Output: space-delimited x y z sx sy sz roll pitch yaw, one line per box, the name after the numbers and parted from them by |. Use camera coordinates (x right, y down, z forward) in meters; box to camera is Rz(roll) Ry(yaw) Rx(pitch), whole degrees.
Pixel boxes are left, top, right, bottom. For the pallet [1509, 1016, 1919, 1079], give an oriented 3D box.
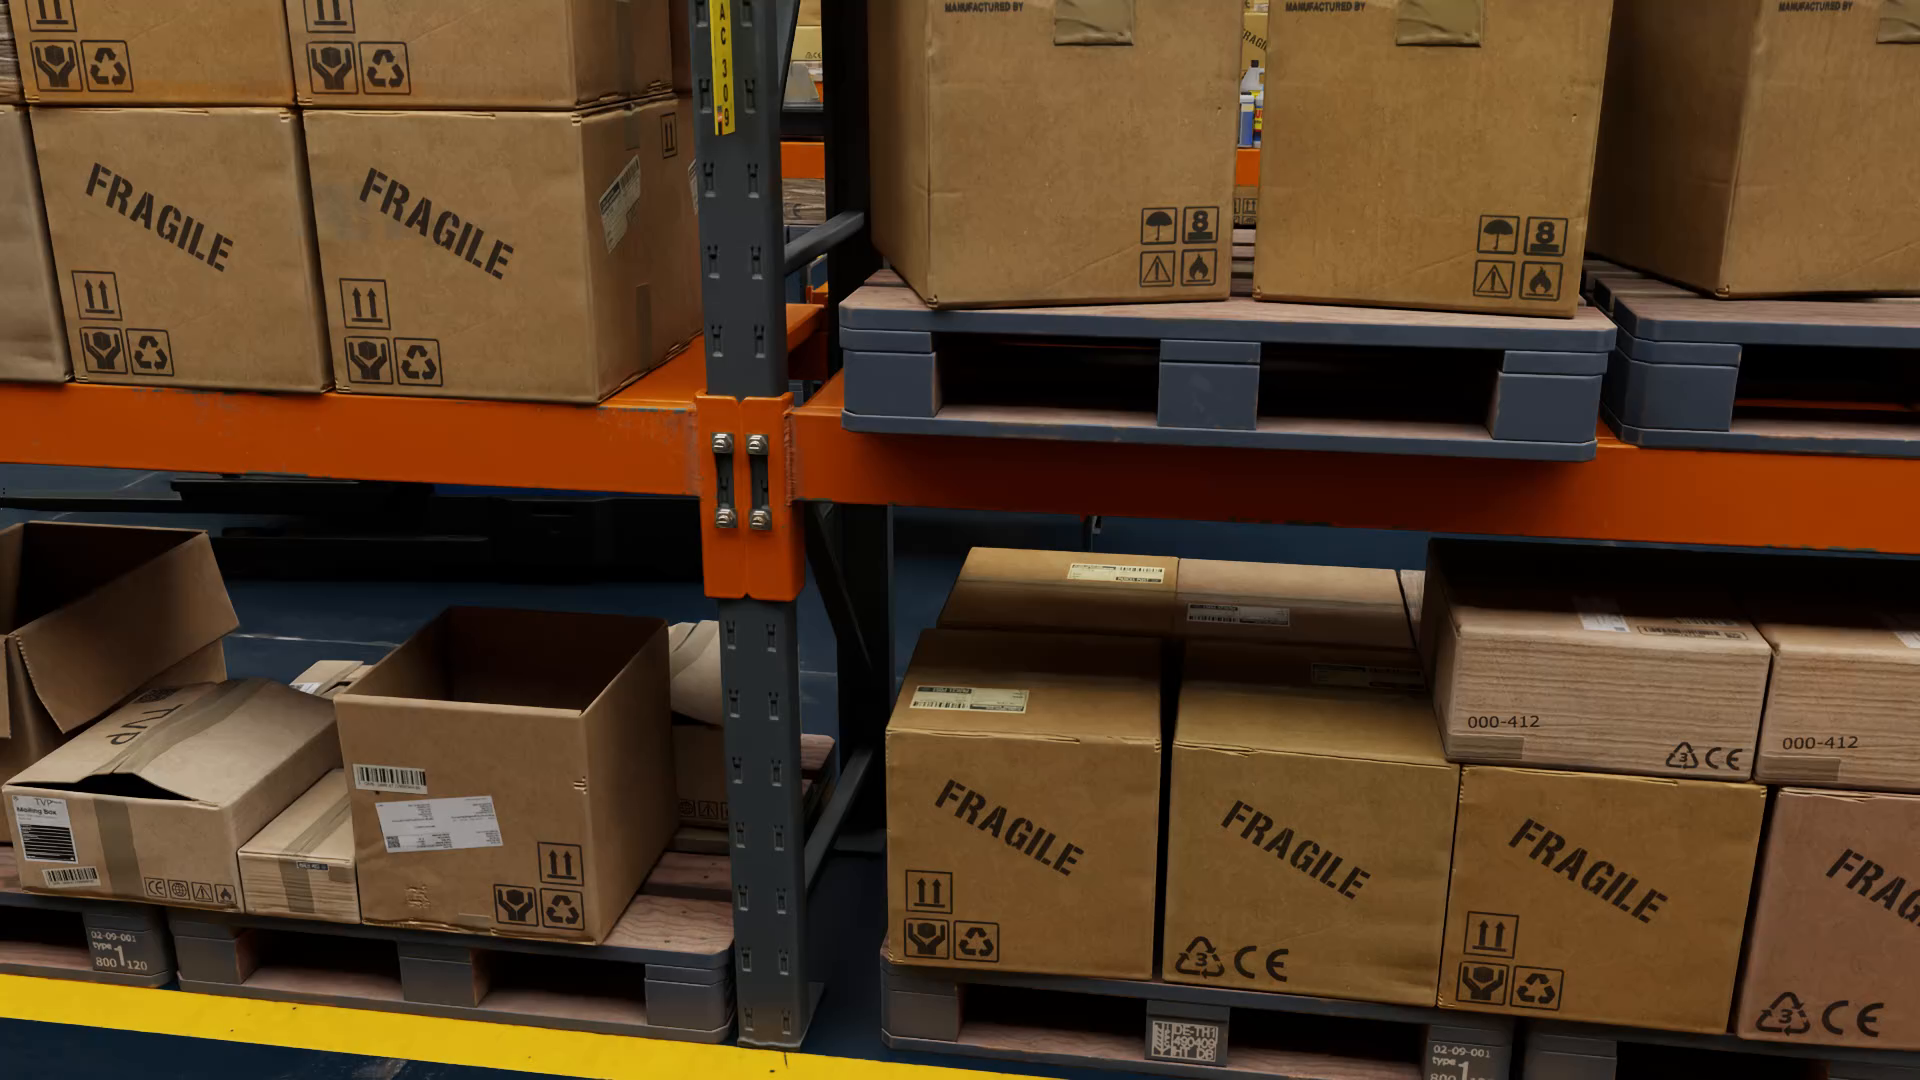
1.718 0.842 3.454 1.213 0.211 1.003 3 19 9 | pallet

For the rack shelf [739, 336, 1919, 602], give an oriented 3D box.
1.676 -0.128 3.093 4.000 0.370 1.077 3 19 9 | rack shelf

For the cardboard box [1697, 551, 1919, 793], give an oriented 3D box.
1.622 0.227 2.962 0.500 0.250 0.500 3 19 8 | cardboard box

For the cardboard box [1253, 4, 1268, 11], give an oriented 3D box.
2.989 -5.254 16.545 0.250 0.149 0.380 3 19 10 | cardboard box

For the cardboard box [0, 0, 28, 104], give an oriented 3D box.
-1.843 -1.087 3.090 0.500 0.500 0.500 3 19 9 | cardboard box

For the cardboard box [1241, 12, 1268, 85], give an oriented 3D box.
2.187 -3.595 12.161 0.500 0.500 0.500 3 19 9 | cardboard box

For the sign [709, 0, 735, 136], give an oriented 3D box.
-0.378 -0.810 2.634 0.005 0.325 0.100 3 19 9 | sign

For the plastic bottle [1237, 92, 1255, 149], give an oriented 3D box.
1.248 -1.902 7.456 0.135 0.276 0.152 3 19 9 | plastic bottle

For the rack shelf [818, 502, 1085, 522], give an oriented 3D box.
-0.007 -0.302 6.203 1.000 0.278 0.538 3 19 9 | rack shelf

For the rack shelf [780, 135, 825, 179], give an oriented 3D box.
-1.484 -1.881 8.333 4.000 0.370 1.077 3 19 9 | rack shelf

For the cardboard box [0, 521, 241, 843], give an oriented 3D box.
-2.155 0.312 3.884 0.637 0.503 0.797 3 19 9 | cardboard box

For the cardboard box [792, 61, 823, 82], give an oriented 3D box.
-1.106 -3.571 12.643 0.250 0.149 0.380 3 19 8 | cardboard box

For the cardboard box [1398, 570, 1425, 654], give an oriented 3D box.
1.215 0.394 3.643 0.500 0.500 0.500 3 19 9 | cardboard box

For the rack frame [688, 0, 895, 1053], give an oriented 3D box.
-0.299 -0.570 3.280 0.127 3.000 1.000 3 19 9 | rack frame

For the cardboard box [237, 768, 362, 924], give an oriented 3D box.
-1.286 0.633 3.483 0.250 0.149 0.380 3 19 9 | cardboard box

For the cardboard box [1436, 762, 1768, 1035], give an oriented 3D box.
1.160 0.558 3.154 0.500 0.500 0.500 3 19 9 | cardboard box

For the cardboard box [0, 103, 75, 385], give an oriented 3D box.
-1.850 -0.613 3.251 0.500 0.500 0.500 3 19 10 | cardboard box

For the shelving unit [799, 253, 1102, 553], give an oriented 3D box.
-0.007 -0.534 6.126 1.048 1.125 0.538 3 19 9 | shelving unit

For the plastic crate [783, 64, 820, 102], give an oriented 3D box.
-0.988 -2.229 8.329 0.530 0.282 0.437 3 19 9 | plastic crate

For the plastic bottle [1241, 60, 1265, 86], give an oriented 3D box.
1.450 -2.155 8.093 0.185 0.351 0.144 3 19 9 | plastic bottle

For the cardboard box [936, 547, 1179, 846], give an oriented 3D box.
0.234 0.342 3.801 0.500 0.500 0.500 3 19 8 | cardboard box

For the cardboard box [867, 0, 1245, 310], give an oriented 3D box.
0.133 -0.723 2.917 0.500 0.500 0.700 -3 19 -10 | cardboard box

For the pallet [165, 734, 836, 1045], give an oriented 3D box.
-0.977 0.717 3.827 1.213 0.211 1.003 3 19 9 | pallet

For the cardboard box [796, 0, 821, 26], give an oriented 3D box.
-1.236 -4.142 12.542 0.500 0.500 0.500 2 19 7 | cardboard box

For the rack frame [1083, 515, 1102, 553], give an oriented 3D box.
0.495 -0.508 6.049 0.032 1.125 0.500 3 19 9 | rack frame

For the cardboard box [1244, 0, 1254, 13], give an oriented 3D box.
1.908 -4.167 12.292 0.637 0.503 0.797 2 19 7 | cardboard box

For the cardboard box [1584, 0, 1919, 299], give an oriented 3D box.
1.455 -0.747 2.990 0.500 0.500 0.700 -2 19 -5 | cardboard box

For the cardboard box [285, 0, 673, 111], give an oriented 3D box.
-0.840 -1.036 2.939 0.500 0.500 0.500 3 19 9 | cardboard box

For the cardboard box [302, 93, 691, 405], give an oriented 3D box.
-0.833 -0.562 3.099 0.500 0.500 0.500 3 19 10 | cardboard box

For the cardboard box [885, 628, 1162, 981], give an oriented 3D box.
0.140 0.507 3.306 0.500 0.500 0.500 2 19 6 | cardboard box

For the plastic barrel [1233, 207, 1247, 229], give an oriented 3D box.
1.025 -1.293 8.086 0.708 0.901 0.600 3 19 9 | plastic barrel

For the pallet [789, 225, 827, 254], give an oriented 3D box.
-0.671 -2.475 13.366 1.213 0.211 1.003 3 19 9 | pallet

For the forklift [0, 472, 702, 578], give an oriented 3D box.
-2.261 -1.421 5.931 3.031 2.935 1.130 1 19 2 | forklift

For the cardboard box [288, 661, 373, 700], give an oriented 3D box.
-1.535 0.435 4.046 0.250 0.166 0.380 3 19 9 | cardboard box

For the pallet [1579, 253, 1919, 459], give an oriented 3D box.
1.729 -0.374 2.997 1.213 0.211 1.003 3 19 9 | pallet
